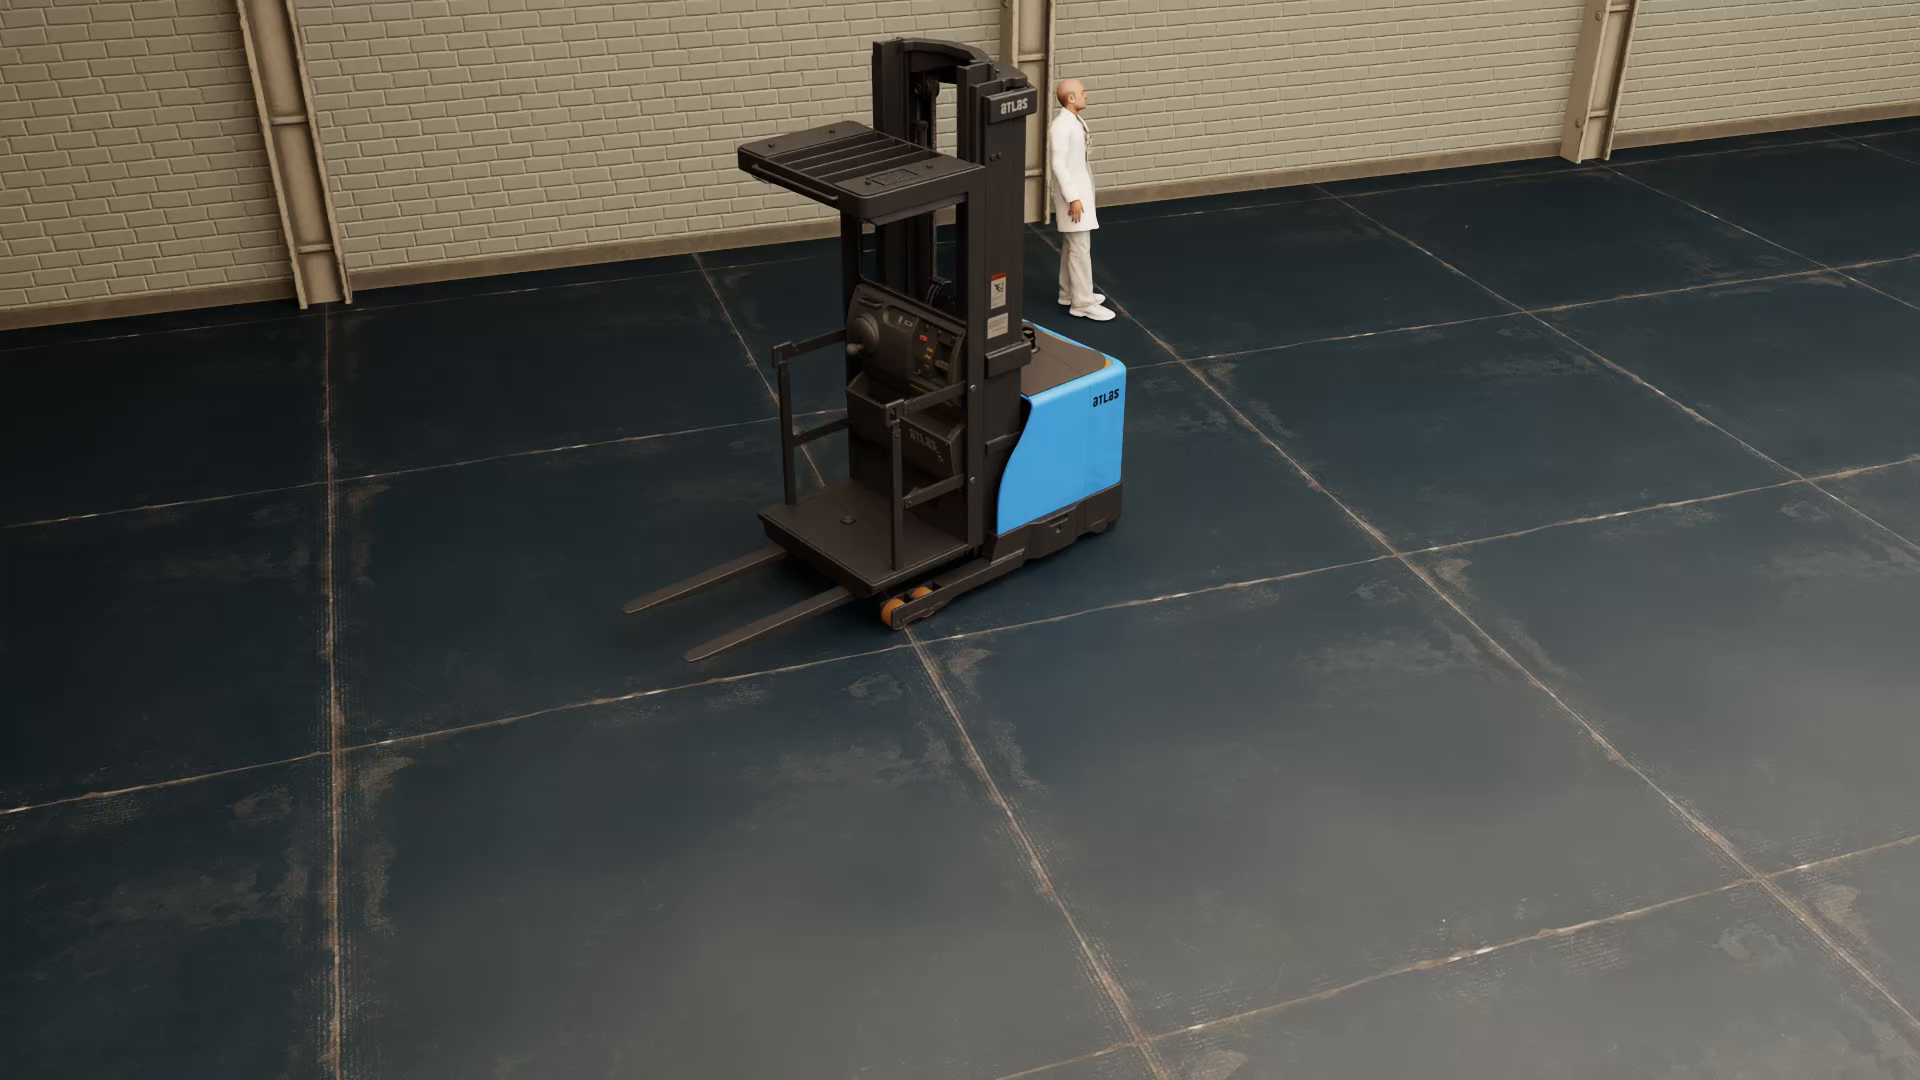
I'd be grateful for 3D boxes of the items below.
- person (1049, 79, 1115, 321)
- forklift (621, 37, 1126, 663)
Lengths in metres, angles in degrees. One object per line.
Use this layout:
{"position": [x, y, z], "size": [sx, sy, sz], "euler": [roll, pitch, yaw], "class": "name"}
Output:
{"position": [0.976, -2.647, 12.830], "size": [0.583, 1.776, 0.694], "euler": [5, 30, 9], "class": "person"}
{"position": [-0.461, -1.072, 8.951], "size": [3.031, 2.935, 1.130], "euler": [-23, 37, -34], "class": "forklift"}
